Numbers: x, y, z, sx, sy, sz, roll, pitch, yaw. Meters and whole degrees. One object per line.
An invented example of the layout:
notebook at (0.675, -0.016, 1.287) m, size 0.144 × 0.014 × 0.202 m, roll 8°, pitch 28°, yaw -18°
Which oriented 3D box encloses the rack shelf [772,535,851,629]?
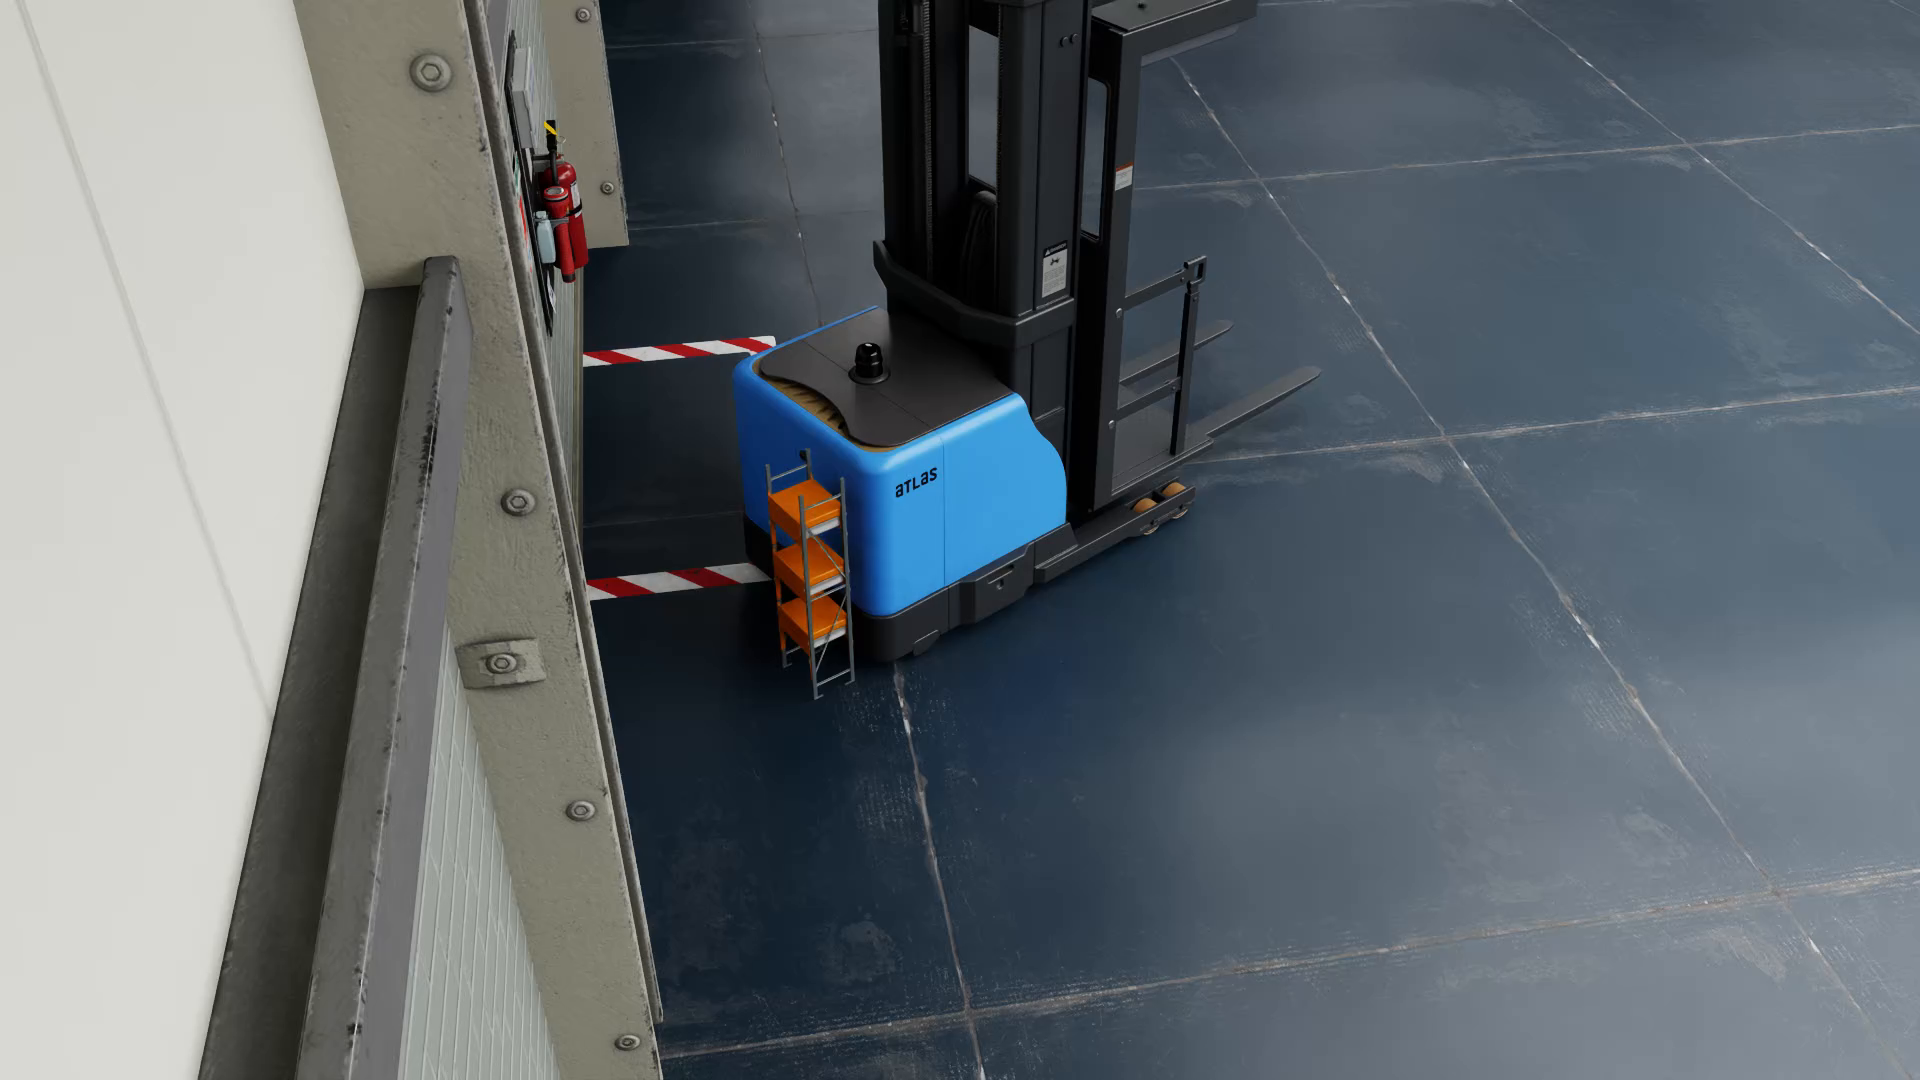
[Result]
rack shelf at (-0.597, 0.160, 6.705) m, size 0.215 × 0.259 × 0.240 m, roll -24°, pitch 44°, yaw -28°

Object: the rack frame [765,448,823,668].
rack frame at (-0.669, 0.092, 6.776) m, size 0.200 × 1.050 × 0.008 m, roll -24°, pitch 44°, yaw -28°

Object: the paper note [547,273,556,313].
paper note at (-1.829, -1.110, 7.452) m, size 0.016 × 0.148 × 0.142 m, roll -6°, pitch 38°, yaw -8°

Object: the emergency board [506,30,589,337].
emergency board at (-1.792, -1.573, 7.329) m, size 0.194 × 1.169 × 0.643 m, roll -6°, pitch 38°, yaw -8°

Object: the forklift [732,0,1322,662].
forklift at (0.482, -1.406, 7.171) m, size 3.031 × 2.935 × 1.130 m, roll -27°, pitch 45°, yaw -31°

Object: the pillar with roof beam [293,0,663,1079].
pillar with roof beam at (3.103, -2.277, 3.346) m, size 9.100 × 9.000 × 0.400 m, roll -6°, pitch 38°, yaw -8°

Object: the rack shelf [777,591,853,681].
rack shelf at (-0.597, 0.380, 6.876) m, size 0.215 × 0.259 × 0.240 m, roll -24°, pitch 44°, yaw -28°

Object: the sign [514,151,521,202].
sign at (-1.788, -1.455, 6.716) m, size 0.001 × 0.109 × 0.331 m, roll -6°, pitch 38°, yaw -8°

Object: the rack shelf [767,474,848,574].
rack shelf at (-0.597, -0.064, 6.531) m, size 0.215 × 0.259 × 0.240 m, roll -24°, pitch 44°, yaw -28°

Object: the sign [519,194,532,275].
sign at (-1.796, -1.242, 6.874) m, size 0.001 × 0.329 × 0.234 m, roll -6°, pitch 38°, yaw -8°

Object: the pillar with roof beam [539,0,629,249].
pillar with roof beam at (2.051, -5.901, 8.011) m, size 9.100 × 9.000 × 0.400 m, roll -6°, pitch 38°, yaw -8°

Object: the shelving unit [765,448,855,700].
shelving unit at (-0.597, 0.152, 6.699) m, size 0.215 × 1.050 × 0.252 m, roll -24°, pitch 44°, yaw -28°

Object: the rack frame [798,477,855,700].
rack frame at (-0.525, 0.212, 6.621) m, size 0.200 × 1.050 × 0.008 m, roll -24°, pitch 44°, yaw -28°
